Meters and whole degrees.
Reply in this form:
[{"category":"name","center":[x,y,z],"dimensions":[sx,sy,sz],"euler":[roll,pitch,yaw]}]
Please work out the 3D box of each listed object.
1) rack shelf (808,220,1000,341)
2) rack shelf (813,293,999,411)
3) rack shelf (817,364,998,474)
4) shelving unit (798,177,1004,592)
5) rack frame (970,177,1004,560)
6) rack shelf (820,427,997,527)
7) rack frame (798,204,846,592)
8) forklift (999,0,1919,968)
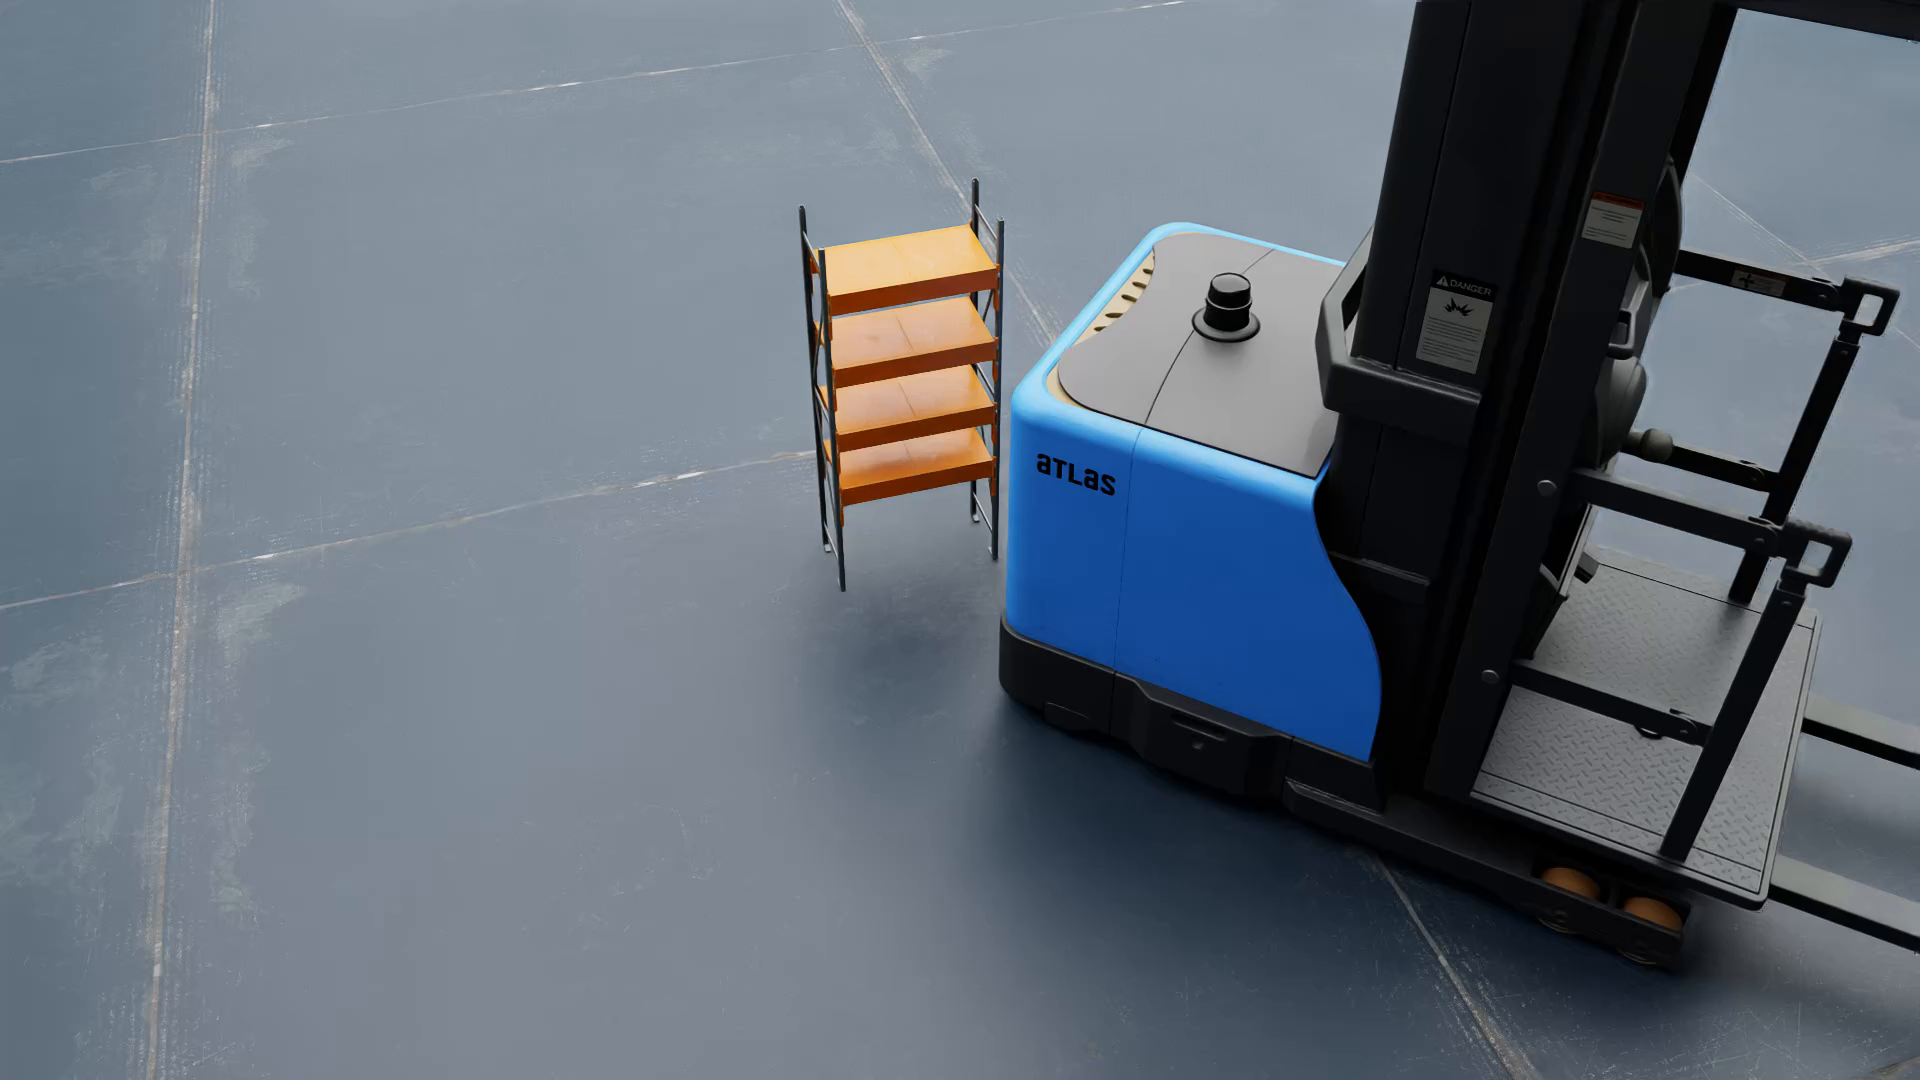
[{"category":"rack shelf","center":[-0.158,-0.715,4.559],"dimensions":[0.480,0.148,0.258],"euler":[-12,42,-13]},{"category":"rack shelf","center":[-0.158,-0.537,4.715],"dimensions":[0.480,0.148,0.258],"euler":[-12,42,-13]},{"category":"rack shelf","center":[-0.158,-0.368,4.862],"dimensions":[0.480,0.148,0.258],"euler":[-12,42,-13]},{"category":"shelving unit","center":[-0.158,-0.419,4.818],"dimensions":[0.503,1.200,0.258],"euler":[-12,42,-13]},{"category":"rack frame","center":[0.075,-0.467,4.873],"dimensions":[0.015,1.200,0.240],"euler":[-12,42,-13]},{"category":"rack shelf","center":[-0.158,-0.219,4.993],"dimensions":[0.480,0.148,0.258],"euler":[-12,42,-13]},{"category":"rack frame","center":[-0.391,-0.371,4.763],"dimensions":[0.015,1.200,0.240],"euler":[-12,42,-13]},{"category":"forklift","center":[1.656,-0.472,3.562],"dimensions":[3.031,2.935,1.130],"euler":[19,45,21]}]
